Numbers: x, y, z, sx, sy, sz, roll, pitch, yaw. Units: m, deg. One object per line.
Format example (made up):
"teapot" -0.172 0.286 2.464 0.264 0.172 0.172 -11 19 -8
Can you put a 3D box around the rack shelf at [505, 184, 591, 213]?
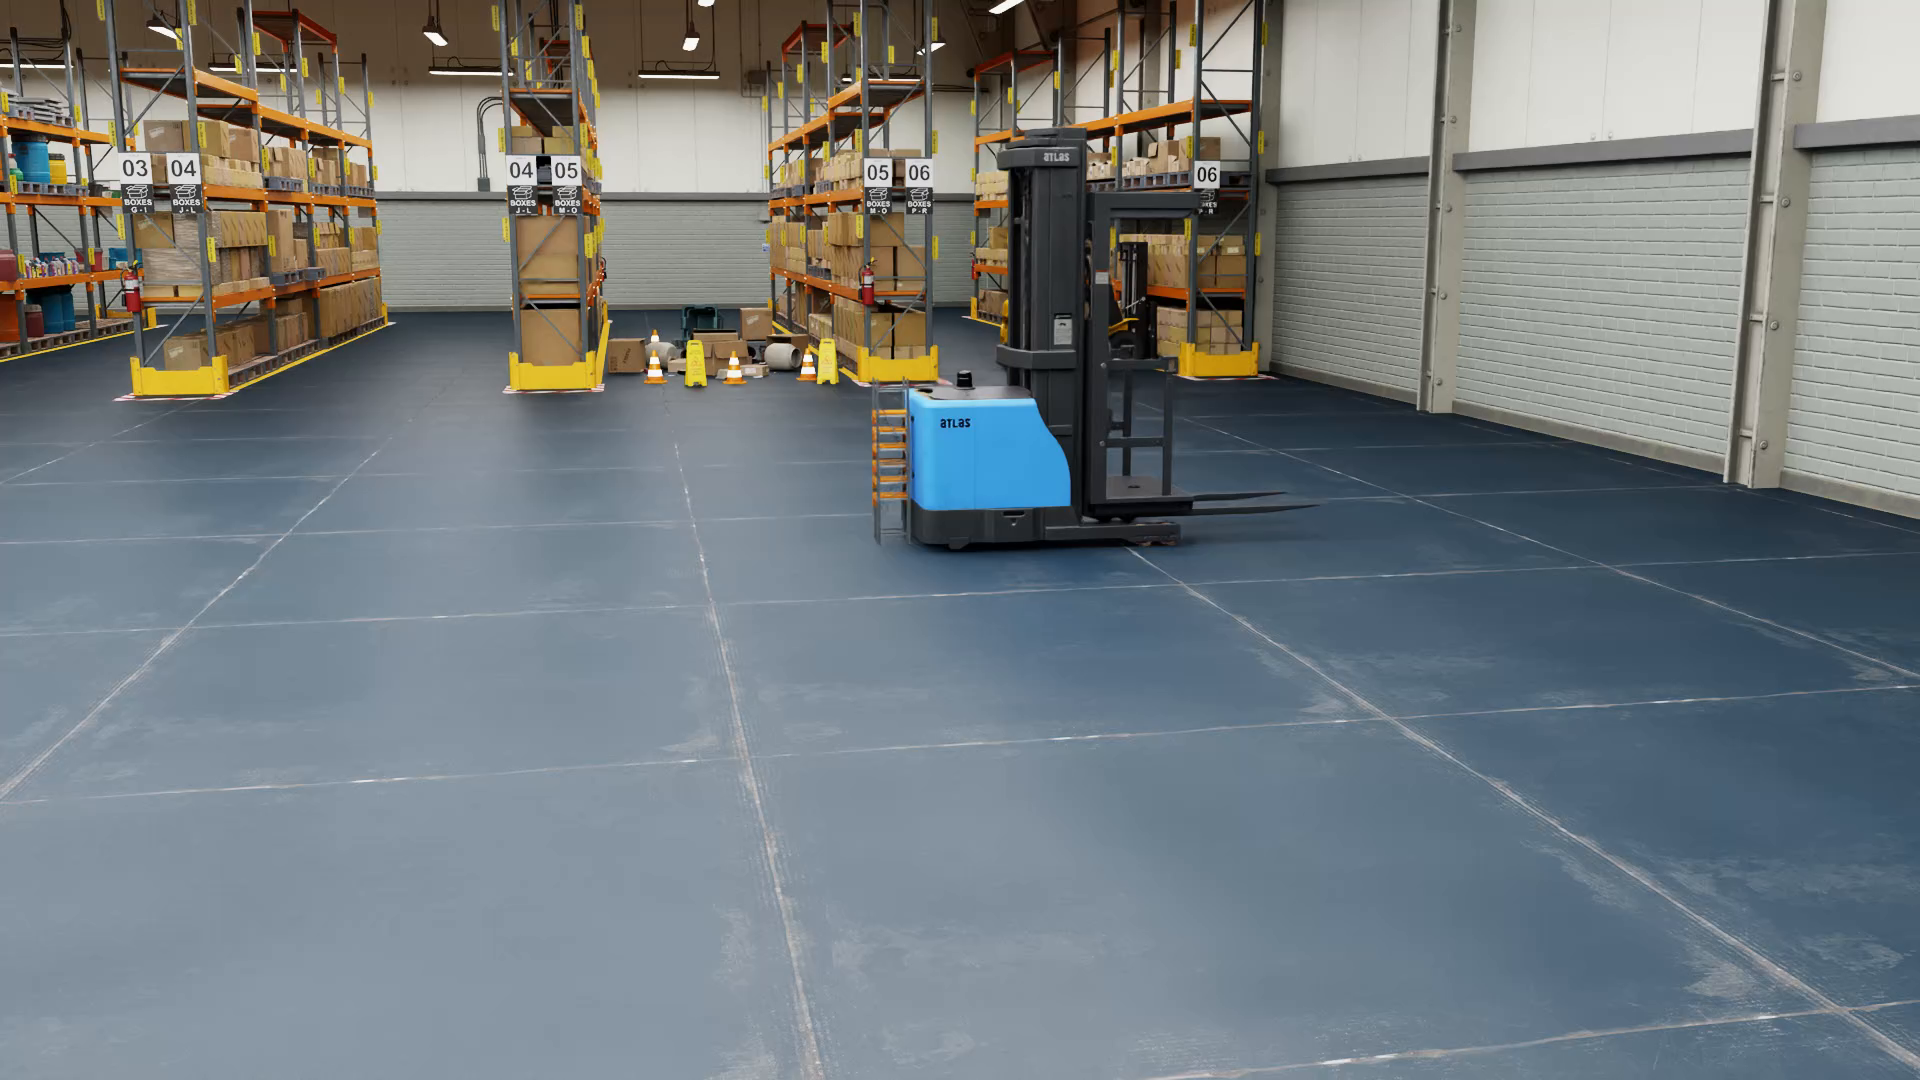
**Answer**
"rack shelf" -6.129 -5.115 24.949 1.077 0.370 4.000 -2 11 -11

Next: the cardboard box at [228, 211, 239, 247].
"cardboard box" -10.653 -4.447 23.800 0.500 0.500 0.500 -2 11 -11

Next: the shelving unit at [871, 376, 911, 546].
"shelving unit" -0.495 -0.568 11.973 0.258 1.200 0.189 -2 11 -11

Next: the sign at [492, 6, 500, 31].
"sign" -6.275 -7.056 22.489 0.100 0.325 0.005 -2 11 -11

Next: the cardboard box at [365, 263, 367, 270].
"cardboard box" -13.438 -6.123 36.346 1.022 0.399 1.531 -2 11 -12

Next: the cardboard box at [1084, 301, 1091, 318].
"cardboard box" 2.782 -4.157 31.241 0.875 0.625 0.625 -3 11 -13

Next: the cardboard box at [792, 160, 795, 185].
"cardboard box" -3.087 -7.335 33.300 0.500 0.500 0.500 -2 11 -10

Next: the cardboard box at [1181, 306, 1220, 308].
"cardboard box" 3.869 -3.633 26.818 0.500 0.250 0.500 -2 11 -11

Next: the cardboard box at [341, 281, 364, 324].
"cardboard box" -13.008 -4.953 34.758 0.875 0.875 0.875 -2 11 -11

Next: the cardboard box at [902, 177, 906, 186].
"cardboard box" -0.650 -5.249 24.402 0.380 0.149 0.250 -2 11 -11

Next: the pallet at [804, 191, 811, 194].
"pallet" -3.011 -7.240 34.704 0.805 0.209 1.217 -3 11 -13

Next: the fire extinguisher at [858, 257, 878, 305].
"fire extinguisher" -1.333 -3.751 24.087 0.296 0.674 0.183 -2 11 -11

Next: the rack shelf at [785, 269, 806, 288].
"rack shelf" -2.849 -5.307 33.981 1.077 0.370 4.000 -2 11 -11

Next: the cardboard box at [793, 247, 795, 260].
"cardboard box" -3.127 -5.827 33.855 0.500 0.250 0.500 -2 11 -13

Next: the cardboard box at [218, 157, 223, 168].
"cardboard box" -10.603 -5.311 23.389 0.380 0.149 0.250 -2 11 -11

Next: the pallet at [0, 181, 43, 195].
"pallet" -17.092 -6.278 29.640 1.003 0.211 1.213 -2 11 -11

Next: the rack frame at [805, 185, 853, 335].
"rack frame" -2.460 -5.294 31.987 1.000 3.000 0.127 -2 11 -11

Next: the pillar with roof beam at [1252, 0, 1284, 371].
"pillar with roof beam" 0.490 -6.959 24.689 9.100 9.000 0.400 -2 11 -11

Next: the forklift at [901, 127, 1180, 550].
"forklift" 1.127 -1.488 12.173 3.031 2.935 1.130 -2 11 -11

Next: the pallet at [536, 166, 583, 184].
"pallet" -5.894 -5.194 23.675 1.003 0.211 1.213 -2 11 -11

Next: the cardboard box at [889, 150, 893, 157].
"cardboard box" -0.837 -5.687 24.568 0.380 0.149 0.250 -2 11 -11

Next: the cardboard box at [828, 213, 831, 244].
"cardboard box" -1.809 -5.158 27.536 0.700 0.500 0.500 -2 11 -12

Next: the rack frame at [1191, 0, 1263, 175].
"rack frame" 3.964 -6.955 24.669 1.000 3.000 0.127 -2 11 -11

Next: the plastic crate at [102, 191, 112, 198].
"plastic crate" -17.949 -7.194 34.656 0.437 0.136 0.530 -2 11 -11

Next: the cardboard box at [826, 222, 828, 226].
"cardboard box" -2.140 -5.483 29.058 0.380 0.149 0.250 -2 11 -13

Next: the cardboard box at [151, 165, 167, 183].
"cardboard box" -10.967 -4.945 22.534 0.500 0.250 0.500 -2 11 -10

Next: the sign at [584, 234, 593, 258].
"sign" -5.194 -4.111 23.247 0.100 0.325 0.005 -2 11 -11

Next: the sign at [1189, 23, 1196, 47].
"sign" 3.429 -7.435 24.484 0.100 0.325 0.005 -2 11 -11

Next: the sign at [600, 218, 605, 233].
"sign" -8.303 -7.303 38.601 0.100 0.325 0.005 -2 11 -11

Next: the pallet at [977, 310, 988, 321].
"pallet" 1.023 -5.412 40.067 1.003 0.211 1.213 -2 11 -11

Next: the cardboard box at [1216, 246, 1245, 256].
"cardboard box" 4.153 -4.447 25.536 0.380 0.149 0.250 -2 11 -12

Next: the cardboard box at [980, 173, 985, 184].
"cardboard box" 0.773 -8.549 39.337 0.500 0.250 0.500 -2 11 -11

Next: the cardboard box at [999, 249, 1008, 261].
"cardboard box" 1.180 -6.457 37.703 0.500 0.250 0.500 -2 11 -11

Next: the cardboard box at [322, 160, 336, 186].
"cardboard box" -12.836 -7.290 33.062 0.700 0.500 0.500 -2 11 -10

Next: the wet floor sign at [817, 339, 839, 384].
"wet floor sign" -1.916 -2.596 24.110 0.267 0.644 0.232 2 11 9

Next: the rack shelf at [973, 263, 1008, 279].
"rack shelf" 1.242 -6.222 38.787 1.077 0.370 4.000 -2 11 -11

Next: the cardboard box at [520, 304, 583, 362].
"cardboard box" -6.109 -3.074 24.882 0.875 0.875 0.875 -2 11 -12

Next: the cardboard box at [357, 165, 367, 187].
"cardboard box" -13.583 -8.085 36.973 0.700 0.500 0.500 -3 11 -14

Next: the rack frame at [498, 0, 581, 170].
"rack frame" -5.740 -6.575 22.674 1.000 3.000 0.127 -2 11 -11

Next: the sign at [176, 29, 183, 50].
"sign" -11.946 -7.662 25.464 0.100 0.325 0.005 -2 11 -11

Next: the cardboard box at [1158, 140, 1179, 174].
"cardboard box" 3.538 -6.049 26.277 0.700 0.500 0.500 -2 11 -11

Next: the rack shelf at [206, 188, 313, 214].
"rack shelf" -11.791 -5.687 27.953 1.077 0.370 4.000 -2 11 -11

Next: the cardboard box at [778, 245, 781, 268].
"cardboard box" -3.796 -6.338 37.206 0.500 0.500 0.500 -2 11 -12

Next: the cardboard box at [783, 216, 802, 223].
"cardboard box" -3.610 -6.931 35.913 0.380 0.149 0.250 -2 11 -12

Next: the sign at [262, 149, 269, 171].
"sign" -10.872 -5.948 26.021 0.100 0.325 0.005 -2 11 -11

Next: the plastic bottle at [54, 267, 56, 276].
"plastic bottle" -17.133 -5.082 31.404 0.097 0.201 0.097 0 11 0

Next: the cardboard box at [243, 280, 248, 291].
"cardboard box" -10.795 -3.772 24.663 0.380 0.149 0.250 -2 11 -11

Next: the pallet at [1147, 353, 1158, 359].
"pallet" 3.541 -3.000 27.393 1.003 0.211 1.213 -2 11 -11

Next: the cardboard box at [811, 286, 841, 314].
"cardboard box" -2.513 -4.586 32.827 0.875 0.875 0.875 -2 11 -12

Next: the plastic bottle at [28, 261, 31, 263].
"plastic bottle" -18.029 -5.260 32.141 0.152 0.276 0.135 -2 11 -11
